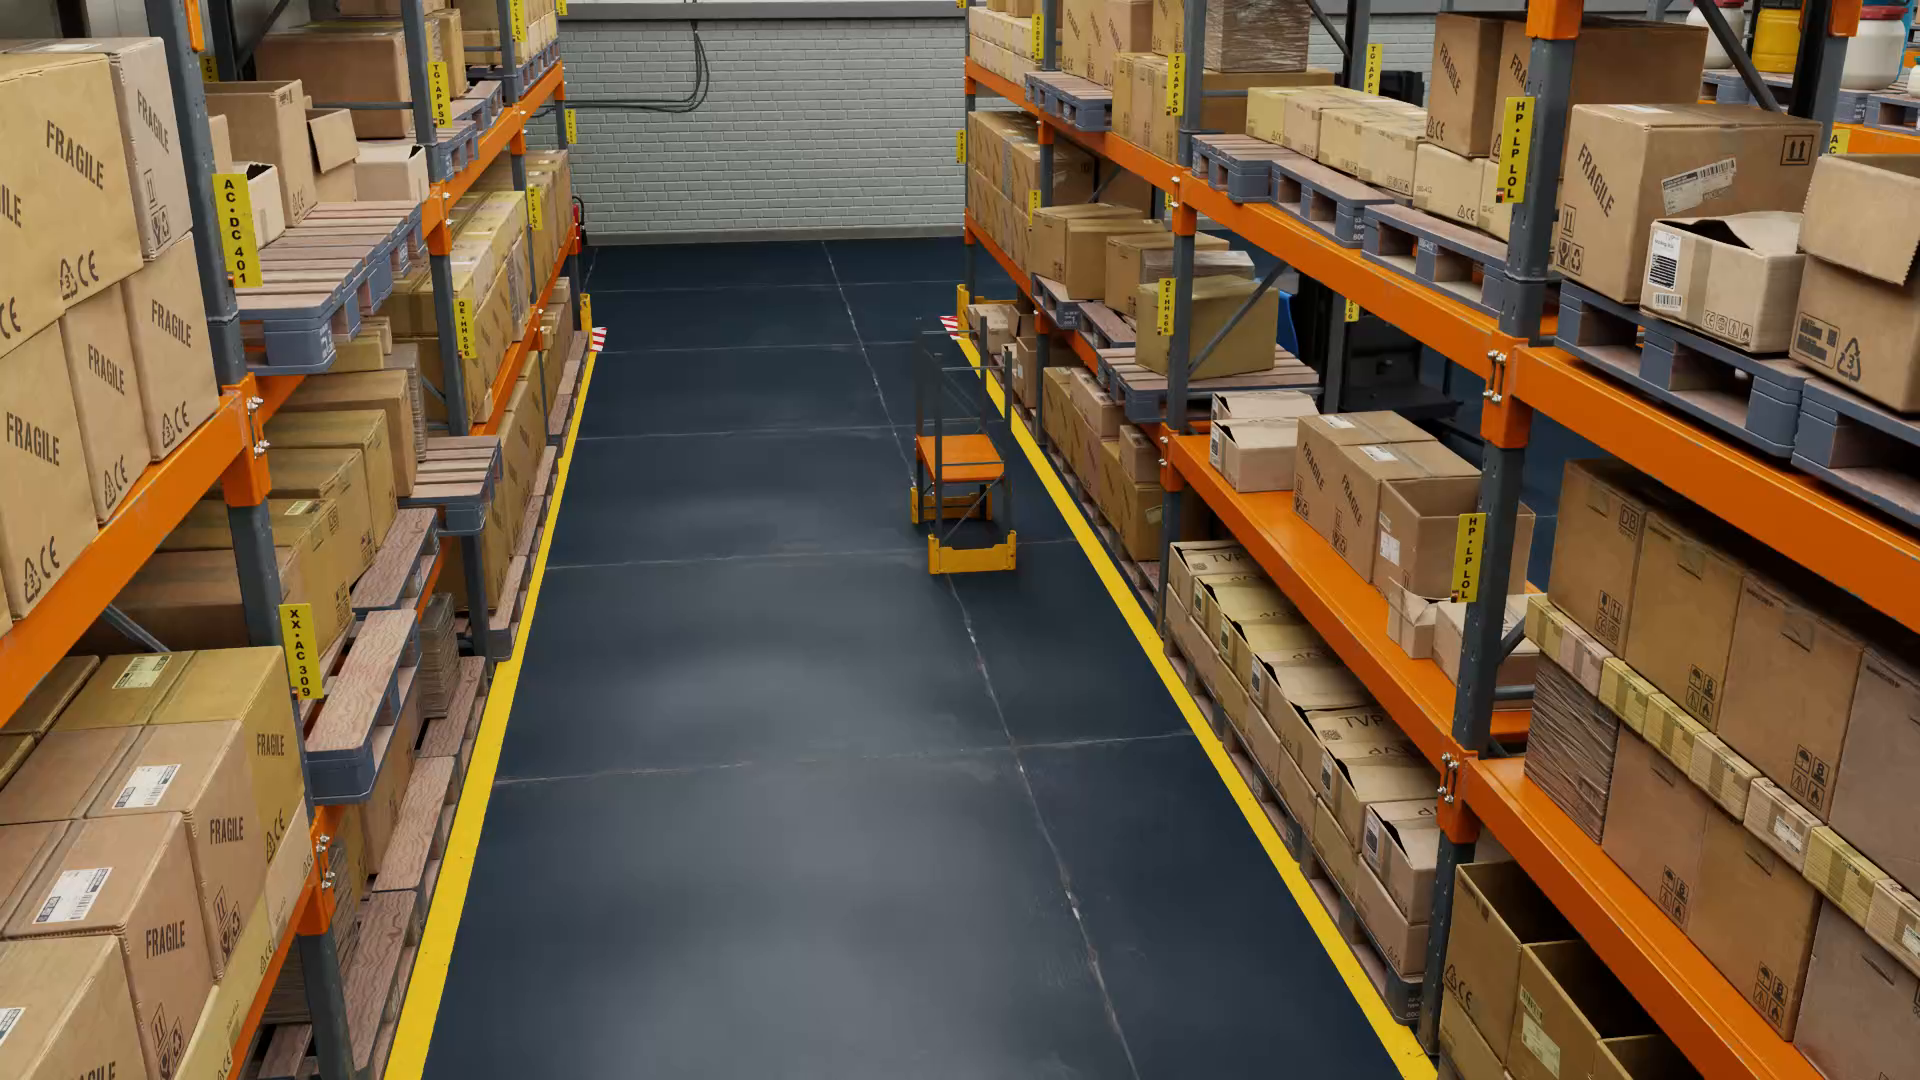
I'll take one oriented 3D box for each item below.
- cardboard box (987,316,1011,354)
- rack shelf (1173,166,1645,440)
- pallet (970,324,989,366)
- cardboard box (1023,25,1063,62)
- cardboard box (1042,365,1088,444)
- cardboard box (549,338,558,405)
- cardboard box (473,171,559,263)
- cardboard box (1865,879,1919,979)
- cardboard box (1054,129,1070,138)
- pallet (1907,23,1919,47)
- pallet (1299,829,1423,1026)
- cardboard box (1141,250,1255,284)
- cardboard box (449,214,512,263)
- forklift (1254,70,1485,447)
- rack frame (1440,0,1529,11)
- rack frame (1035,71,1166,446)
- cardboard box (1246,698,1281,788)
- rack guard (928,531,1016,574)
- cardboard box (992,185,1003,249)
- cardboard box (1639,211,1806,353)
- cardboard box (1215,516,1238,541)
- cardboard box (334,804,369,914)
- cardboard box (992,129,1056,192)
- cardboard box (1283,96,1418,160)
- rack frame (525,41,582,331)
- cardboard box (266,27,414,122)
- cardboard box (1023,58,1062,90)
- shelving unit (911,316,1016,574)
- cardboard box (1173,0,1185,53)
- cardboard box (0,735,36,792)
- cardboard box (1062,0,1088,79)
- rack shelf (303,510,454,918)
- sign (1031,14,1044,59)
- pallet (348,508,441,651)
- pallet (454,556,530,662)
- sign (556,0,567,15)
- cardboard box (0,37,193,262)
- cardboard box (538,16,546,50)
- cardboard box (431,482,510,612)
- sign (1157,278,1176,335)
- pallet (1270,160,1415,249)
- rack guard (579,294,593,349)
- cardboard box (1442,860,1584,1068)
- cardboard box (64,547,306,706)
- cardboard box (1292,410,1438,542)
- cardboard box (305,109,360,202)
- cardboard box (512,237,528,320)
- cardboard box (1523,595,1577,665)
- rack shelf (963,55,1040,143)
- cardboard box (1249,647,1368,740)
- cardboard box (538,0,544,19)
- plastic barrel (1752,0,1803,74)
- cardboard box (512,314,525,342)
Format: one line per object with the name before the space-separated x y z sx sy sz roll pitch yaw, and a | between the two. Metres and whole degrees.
cardboard box | 0.497 -1.986 16.047 0.500 0.250 0.500 -3 21 -8
rack shelf | 1.997 -1.222 7.443 1.077 0.370 4.000 -3 21 -8
pallet | 0.682 -2.008 16.791 1.003 0.211 1.213 -3 21 -8
cardboard box | 0.793 -3.955 13.232 0.500 0.250 0.500 -3 21 -8
cardboard box | 0.961 -1.087 13.283 0.500 0.500 0.500 -4 21 -10
cardboard box | -3.845 -1.444 14.269 0.700 0.500 0.500 -3 21 -8
cardboard box | -4.046 -2.814 14.535 0.980 0.700 0.700 -4 21 -10
cardboard box | 2.393 0.913 3.915 0.380 0.149 0.250 -3 21 -8
cardboard box | 1.119 -3.460 15.120 0.500 0.500 0.500 -2 21 -6
pallet | 10.476 -5.222 17.251 1.003 0.211 1.213 -3 21 -8
pallet | 2.141 1.591 7.153 1.003 0.211 1.213 -3 21 -8
cardboard box | 1.564 -1.629 11.047 0.700 0.500 0.500 1 20 2
cardboard box | -3.311 -2.024 11.181 0.500 0.250 0.500 -3 21 -7
forklift | 3.523 -2.287 13.651 1.130 2.935 3.031 -7 22 -18
rack frame | 5.458 -6.675 16.728 1.000 3.000 0.127 -3 21 -8
rack frame | 1.132 -2.232 13.404 1.000 3.000 0.127 -3 21 -8
cardboard box | 1.721 0.972 8.156 0.500 0.250 0.500 -2 21 -7
rack guard | 0.083 0.082 11.140 0.587 0.250 0.087 -3 21 -8
cardboard box | 0.578 -2.971 15.241 0.500 0.500 0.500 -3 21 -7
cardboard box | 2.175 -0.713 4.378 0.500 0.311 0.500 -4 21 -11
cardboard box | 1.926 -0.054 10.517 0.500 0.500 0.500 -2 21 -5
cardboard box | -2.863 1.324 6.828 0.700 0.500 0.500 -3 21 -9
cardboard box | 0.583 -3.435 15.054 0.500 0.500 0.500 -3 21 -8
cardboard box | 1.923 -2.043 8.227 0.500 0.250 0.500 -2 21 -6
rack frame | -4.346 -3.365 16.440 1.000 3.000 0.127 -3 21 -8
cardboard box | -3.448 -2.599 9.330 0.700 0.500 0.500 -4 21 -11
cardboard box | 0.799 -3.721 13.320 0.500 0.250 0.500 -3 21 -8
shelving unit | 0.011 -0.676 11.383 0.587 1.500 1.083 -3 21 -8
cardboard box | 1.579 -3.095 9.857 0.500 0.500 0.500 -3 21 -8
cardboard box | -2.684 0.852 4.263 0.500 0.500 0.500 -3 21 -8
cardboard box | 1.132 -3.749 12.294 0.600 0.600 0.600 -5 21 -13
rack shelf | -2.904 0.434 7.295 1.077 0.370 4.000 -3 21 -8
sign | 0.596 -3.849 12.708 0.100 0.325 0.005 -3 21 -8
pallet | -2.867 0.178 7.228 1.003 0.211 1.213 -3 21 -8
pallet | -3.232 0.434 10.252 1.003 0.211 1.213 -3 21 -8
sign | -3.807 -5.171 15.834 0.100 0.325 0.005 -3 21 -8
cardboard box | -2.276 -0.981 4.167 0.500 0.500 0.500 -5 21 -12
cardboard box | -3.822 -4.344 14.243 0.500 0.250 0.500 -4 21 -9
cardboard box | -3.169 -0.046 10.026 0.750 0.750 0.750 -3 21 -8
sign | 1.173 -1.321 9.425 0.100 0.325 0.005 -3 21 -8
pallet | 2.059 -1.546 7.551 1.003 0.211 1.213 -2 21 -5
rack guard | -4.349 -2.203 16.899 1.175 0.500 0.348 -3 21 -8
cardboard box | 2.042 1.455 5.792 0.500 0.500 0.500 -3 21 -8
cardboard box | -2.656 0.359 5.697 0.700 0.500 0.500 -3 21 -8
cardboard box | 1.967 -0.313 8.125 0.500 0.500 0.500 -4 21 -11
cardboard box | -3.098 -1.605 7.263 0.797 0.503 0.637 0 20 0
cardboard box | -3.370 -1.853 11.793 0.500 0.500 0.500 -3 21 -7
cardboard box | 2.132 0.290 5.582 0.380 0.149 0.250 -3 21 -8
rack shelf | 0.844 -3.992 14.859 1.077 0.370 4.000 -3 21 -8
cardboard box | 1.724 0.714 8.045 0.500 0.311 0.500 -3 21 -8
cardboard box | -3.826 -4.701 14.129 0.500 0.500 0.500 -4 21 -10
plastic barrel | 6.367 -3.864 12.619 0.600 0.588 0.600 0 20 0
cardboard box | -3.292 -1.503 11.783 0.380 0.149 0.250 -3 21 -8
